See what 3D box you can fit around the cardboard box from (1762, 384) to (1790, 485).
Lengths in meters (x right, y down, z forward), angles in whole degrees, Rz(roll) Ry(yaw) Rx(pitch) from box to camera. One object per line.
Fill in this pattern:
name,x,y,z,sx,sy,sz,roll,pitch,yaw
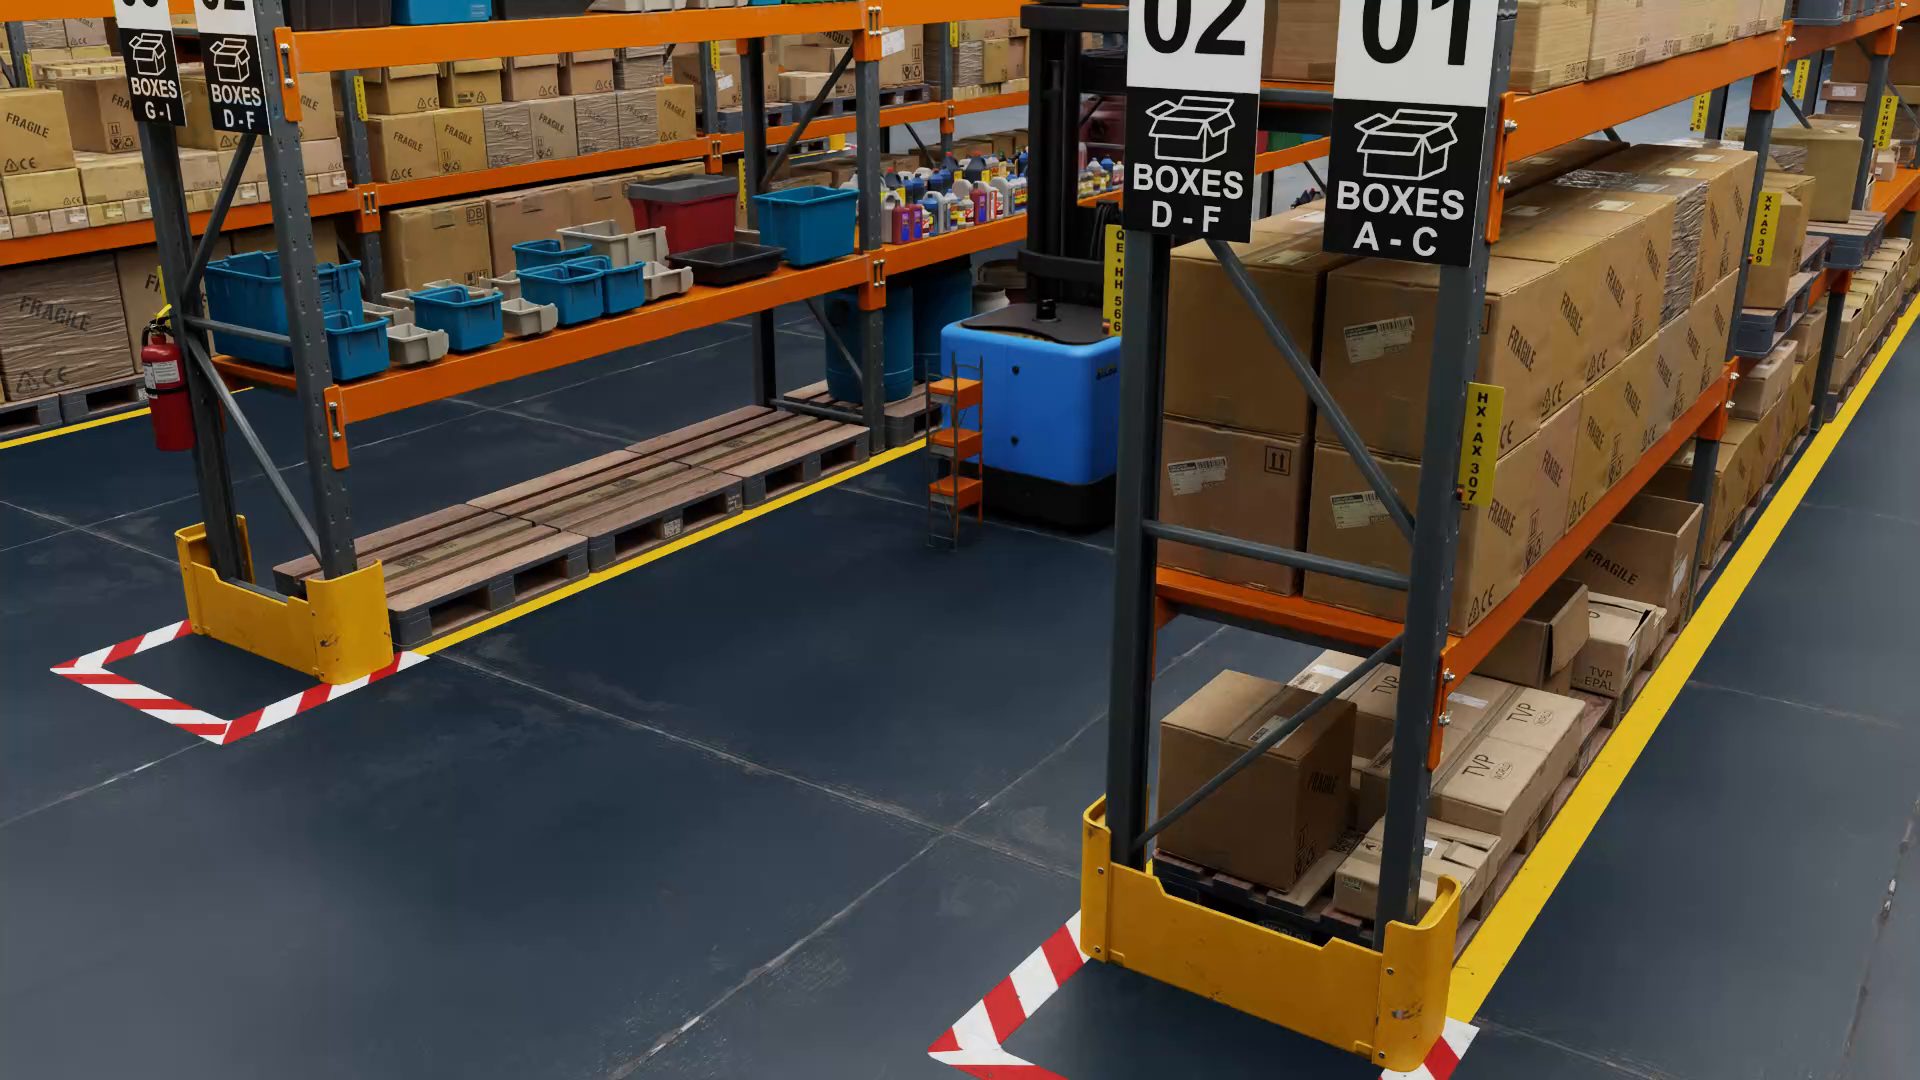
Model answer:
cardboard box,4.498,-0.664,9.705,0.500,0.500,0.500,12,24,30

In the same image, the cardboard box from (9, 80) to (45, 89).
cardboard box,-9.014,-4.397,16.157,0.380,0.149,0.250,14,25,33

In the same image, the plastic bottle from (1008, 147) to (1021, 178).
plastic bottle,0.432,-2.933,13.040,0.061,0.283,0.133,13,24,32

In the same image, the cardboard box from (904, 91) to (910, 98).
cardboard box,-0.654,-5.326,19.703,0.380,0.149,0.250,13,24,32

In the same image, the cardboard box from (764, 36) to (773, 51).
cardboard box,-3.210,-7.126,23.990,0.875,0.550,0.550,13,24,32

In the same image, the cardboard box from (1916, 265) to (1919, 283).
cardboard box,8.456,-2.516,15.101,0.500,0.250,0.500,13,24,32

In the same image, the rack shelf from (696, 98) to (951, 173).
rack shelf,-1.656,-4.414,17.911,1.077,0.370,4.000,13,24,32

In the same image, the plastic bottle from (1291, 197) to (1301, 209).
plastic bottle,3.562,-3.494,17.668,0.061,0.283,0.133,15,25,34

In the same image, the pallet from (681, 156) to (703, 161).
pallet,-4.085,-5.216,23.063,1.003,0.211,1.213,13,24,32

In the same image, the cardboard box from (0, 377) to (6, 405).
cardboard box,-6.984,-1.282,10.864,0.875,0.875,0.875,13,24,32

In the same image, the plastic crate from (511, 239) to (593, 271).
plastic crate,-2.239,-1.505,9.165,0.416,0.233,0.300,13,24,32

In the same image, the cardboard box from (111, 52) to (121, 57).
cardboard box,-10.987,-6.329,21.809,0.380,0.149,0.250,14,25,34

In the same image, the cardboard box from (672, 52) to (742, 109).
cardboard box,-2.510,-4.584,16.584,0.500,0.500,0.500,10,23,25

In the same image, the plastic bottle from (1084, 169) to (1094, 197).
plastic bottle,0.958,-2.684,12.483,0.097,0.201,0.097,0,20,0

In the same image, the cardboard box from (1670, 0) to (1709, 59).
cardboard box,2.259,-1.813,5.734,0.500,0.250,0.500,13,24,32

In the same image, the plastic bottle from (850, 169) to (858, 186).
plastic bottle,-0.687,-2.368,11.415,0.144,0.351,0.185,13,24,32

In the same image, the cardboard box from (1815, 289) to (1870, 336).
cardboard box,6.236,-1.660,11.979,0.500,0.311,0.500,13,24,31

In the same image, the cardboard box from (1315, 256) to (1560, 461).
cardboard box,1.381,-0.541,4.818,0.500,0.500,0.500,14,25,33

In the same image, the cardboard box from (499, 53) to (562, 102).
cardboard box,-3.945,-4.108,14.457,0.797,0.503,0.637,14,25,34

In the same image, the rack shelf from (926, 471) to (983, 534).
rack shelf,-0.030,-0.206,9.141,0.215,0.259,0.240,13,24,32

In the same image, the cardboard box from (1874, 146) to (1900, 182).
cardboard box,7.316,-3.041,13.356,0.396,0.266,0.258,13,24,31

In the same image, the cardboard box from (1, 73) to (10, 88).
cardboard box,-11.617,-5.553,20.170,0.500,0.250,0.500,13,24,31

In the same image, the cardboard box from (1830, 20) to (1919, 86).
cardboard box,7.903,-4.176,14.217,0.700,0.500,0.500,13,24,32

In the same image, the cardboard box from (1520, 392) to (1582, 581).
cardboard box,1.666,-0.221,5.394,0.500,0.500,0.500,13,24,31

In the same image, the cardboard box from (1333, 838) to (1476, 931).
cardboard box,1.433,1.129,5.365,0.380,0.149,0.250,13,24,32

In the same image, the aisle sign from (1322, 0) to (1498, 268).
aisle sign,1.118,-1.091,4.145,0.394,0.787,0.004,13,24,32

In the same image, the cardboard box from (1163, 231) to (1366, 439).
cardboard box,0.936,-0.646,5.103,0.500,0.500,0.500,13,24,31

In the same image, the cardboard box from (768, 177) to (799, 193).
cardboard box,-2.119,-3.569,17.559,0.700,0.500,0.500,11,23,27

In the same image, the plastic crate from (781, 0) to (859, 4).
plastic crate,-0.921,-3.191,9.549,0.450,0.188,0.662,13,24,32

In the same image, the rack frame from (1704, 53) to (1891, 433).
rack frame,5.410,-2.244,11.009,1.000,3.000,0.127,13,24,32

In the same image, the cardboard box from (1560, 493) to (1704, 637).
cardboard box,3.076,0.088,7.672,0.500,0.500,0.500,13,24,32

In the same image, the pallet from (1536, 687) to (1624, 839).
pallet,2.090,0.760,6.908,1.003,0.211,1.213,13,24,32

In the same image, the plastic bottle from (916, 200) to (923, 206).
plastic bottle,-0.265,-2.153,11.048,0.097,0.201,0.097,0,20,0

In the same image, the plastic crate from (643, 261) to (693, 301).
plastic crate,-1.663,-1.410,9.047,0.293,0.136,0.466,13,24,32

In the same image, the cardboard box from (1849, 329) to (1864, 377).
cardboard box,6.229,-1.389,12.055,0.500,0.250,0.500,13,24,30

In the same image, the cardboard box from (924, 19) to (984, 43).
cardboard box,-0.069,-6.060,19.310,0.500,0.500,0.500,13,24,32

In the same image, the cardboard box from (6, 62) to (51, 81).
cardboard box,-9.010,-4.537,16.107,0.380,0.149,0.250,15,25,34

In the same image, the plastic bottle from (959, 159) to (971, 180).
plastic bottle,0.026,-2.694,12.404,0.152,0.276,0.135,13,24,32

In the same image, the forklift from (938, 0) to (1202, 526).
forklift,1.143,-1.904,10.187,1.130,2.935,3.031,14,25,33

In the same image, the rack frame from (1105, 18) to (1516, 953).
rack frame,0.913,0.051,4.803,1.000,3.000,0.127,13,24,32

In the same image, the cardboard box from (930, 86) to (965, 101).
cardboard box,-0.162,-5.210,19.389,0.380,0.149,0.250,13,24,32

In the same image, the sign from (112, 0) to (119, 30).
sign,-3.645,-2.376,7.193,0.100,0.325,0.005,13,24,32

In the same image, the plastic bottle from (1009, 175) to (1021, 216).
plastic bottle,0.381,-2.422,11.675,0.097,0.271,0.097,0,20,0

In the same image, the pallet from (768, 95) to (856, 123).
pallet,-1.702,-4.663,17.825,1.003,0.211,1.213,13,24,32

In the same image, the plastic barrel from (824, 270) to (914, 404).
plastic barrel,-0.613,-1.429,11.225,0.600,0.901,0.708,13,24,32

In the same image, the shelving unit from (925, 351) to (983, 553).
shelving unit,-0.030,-0.477,9.041,0.215,1.050,0.252,13,24,32

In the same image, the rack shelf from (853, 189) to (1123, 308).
rack shelf,0.191,-2.300,12.197,1.077,0.370,4.000,13,24,32

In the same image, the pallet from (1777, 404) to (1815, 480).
pallet,4.959,-0.730,10.933,1.003,0.211,1.213,13,24,32

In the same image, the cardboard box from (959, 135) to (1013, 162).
cardboard box,0.326,-4.816,20.959,0.500,0.500,0.500,11,23,27

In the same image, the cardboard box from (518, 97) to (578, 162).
cardboard box,-3.714,-3.597,14.522,0.500,0.500,0.500,14,24,33

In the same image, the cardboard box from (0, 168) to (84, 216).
cardboard box,-6.212,-2.330,11.028,0.500,0.250,0.500,12,24,30

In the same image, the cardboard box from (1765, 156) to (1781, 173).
cardboard box,4.104,-1.860,9.219,0.700,0.500,0.500,7,21,18

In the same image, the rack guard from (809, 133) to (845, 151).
rack guard,-2.315,-6.304,25.586,1.175,0.500,0.348,13,24,32

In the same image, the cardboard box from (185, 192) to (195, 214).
cardboard box,-5.652,-2.392,11.769,0.380,0.149,0.250,13,24,31

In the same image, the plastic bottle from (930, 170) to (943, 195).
plastic bottle,-0.170,-2.515,11.927,0.097,0.271,0.097,0,20,0

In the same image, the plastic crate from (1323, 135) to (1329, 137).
plastic crate,3.545,-4.191,16.178,0.402,0.464,0.583,13,24,32

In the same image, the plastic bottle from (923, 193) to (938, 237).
plastic bottle,-0.194,-2.128,10.881,0.097,0.271,0.097,0,20,0
